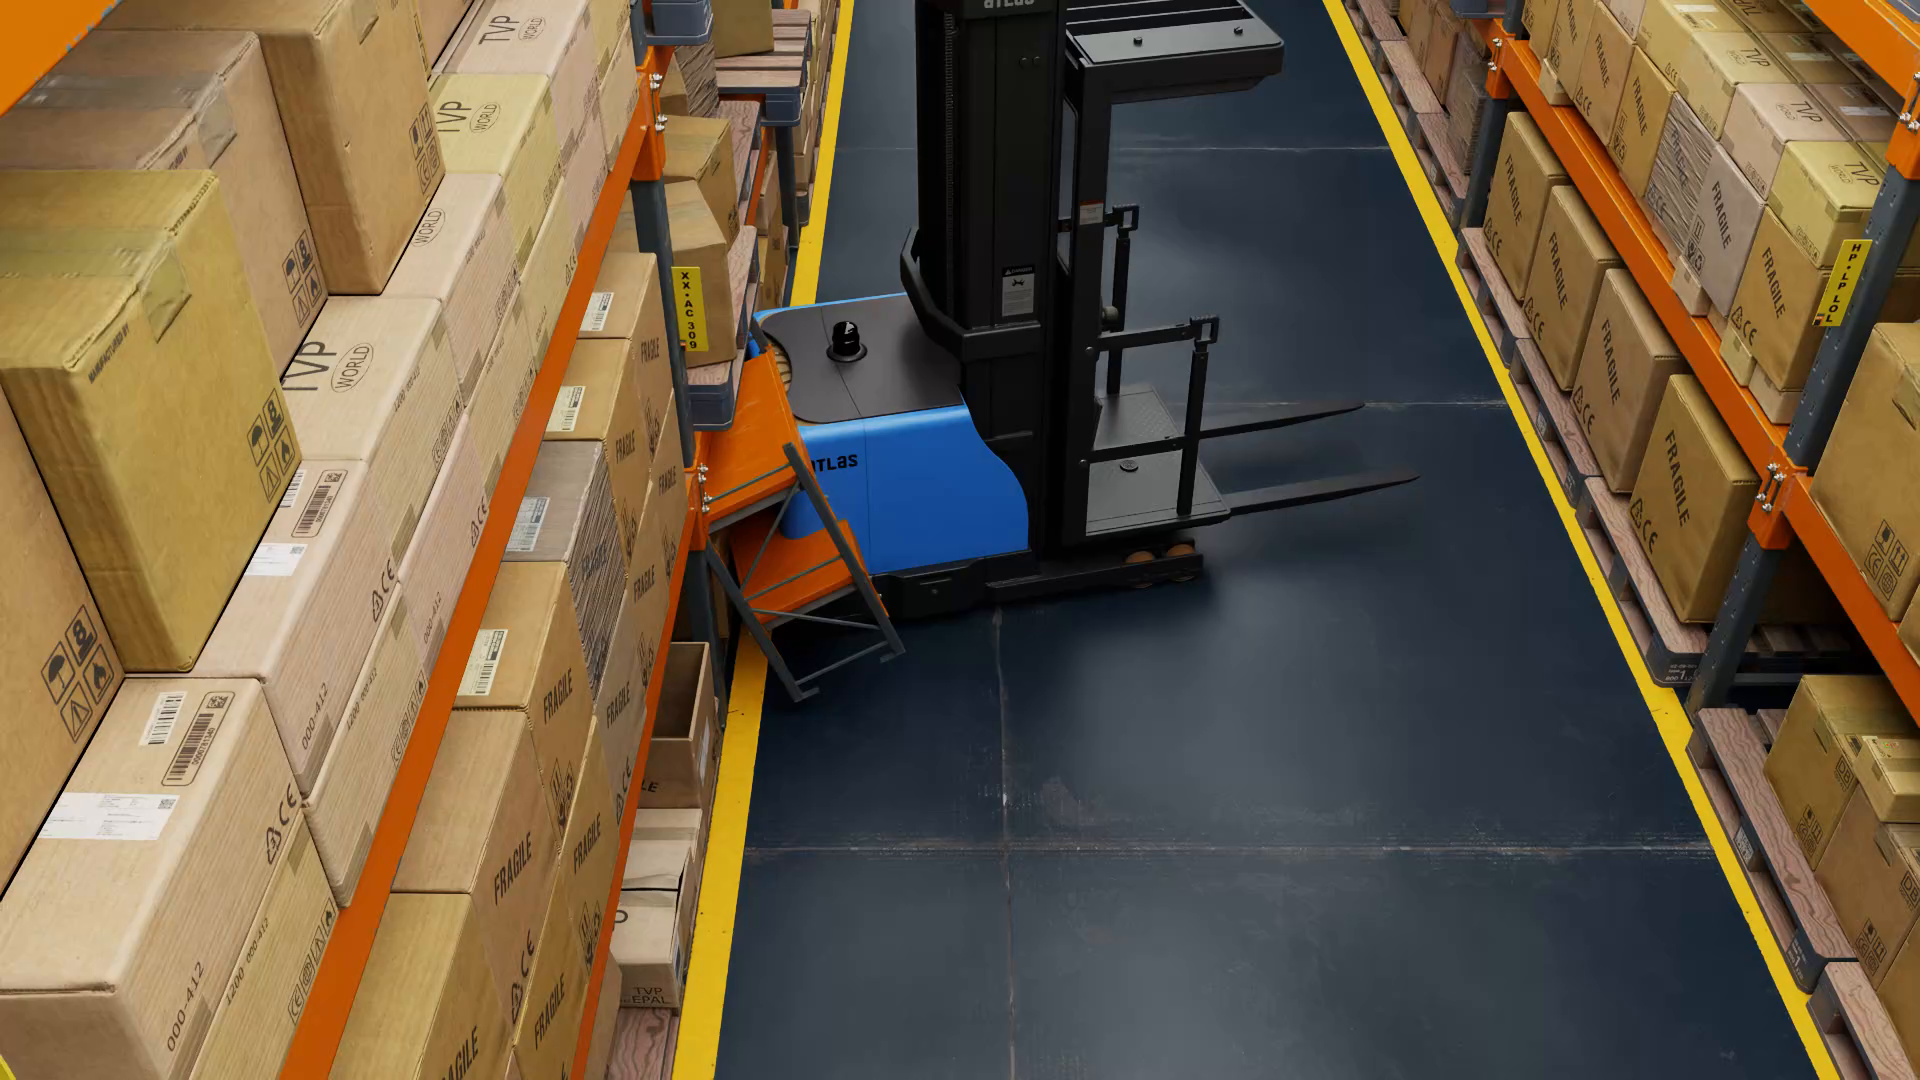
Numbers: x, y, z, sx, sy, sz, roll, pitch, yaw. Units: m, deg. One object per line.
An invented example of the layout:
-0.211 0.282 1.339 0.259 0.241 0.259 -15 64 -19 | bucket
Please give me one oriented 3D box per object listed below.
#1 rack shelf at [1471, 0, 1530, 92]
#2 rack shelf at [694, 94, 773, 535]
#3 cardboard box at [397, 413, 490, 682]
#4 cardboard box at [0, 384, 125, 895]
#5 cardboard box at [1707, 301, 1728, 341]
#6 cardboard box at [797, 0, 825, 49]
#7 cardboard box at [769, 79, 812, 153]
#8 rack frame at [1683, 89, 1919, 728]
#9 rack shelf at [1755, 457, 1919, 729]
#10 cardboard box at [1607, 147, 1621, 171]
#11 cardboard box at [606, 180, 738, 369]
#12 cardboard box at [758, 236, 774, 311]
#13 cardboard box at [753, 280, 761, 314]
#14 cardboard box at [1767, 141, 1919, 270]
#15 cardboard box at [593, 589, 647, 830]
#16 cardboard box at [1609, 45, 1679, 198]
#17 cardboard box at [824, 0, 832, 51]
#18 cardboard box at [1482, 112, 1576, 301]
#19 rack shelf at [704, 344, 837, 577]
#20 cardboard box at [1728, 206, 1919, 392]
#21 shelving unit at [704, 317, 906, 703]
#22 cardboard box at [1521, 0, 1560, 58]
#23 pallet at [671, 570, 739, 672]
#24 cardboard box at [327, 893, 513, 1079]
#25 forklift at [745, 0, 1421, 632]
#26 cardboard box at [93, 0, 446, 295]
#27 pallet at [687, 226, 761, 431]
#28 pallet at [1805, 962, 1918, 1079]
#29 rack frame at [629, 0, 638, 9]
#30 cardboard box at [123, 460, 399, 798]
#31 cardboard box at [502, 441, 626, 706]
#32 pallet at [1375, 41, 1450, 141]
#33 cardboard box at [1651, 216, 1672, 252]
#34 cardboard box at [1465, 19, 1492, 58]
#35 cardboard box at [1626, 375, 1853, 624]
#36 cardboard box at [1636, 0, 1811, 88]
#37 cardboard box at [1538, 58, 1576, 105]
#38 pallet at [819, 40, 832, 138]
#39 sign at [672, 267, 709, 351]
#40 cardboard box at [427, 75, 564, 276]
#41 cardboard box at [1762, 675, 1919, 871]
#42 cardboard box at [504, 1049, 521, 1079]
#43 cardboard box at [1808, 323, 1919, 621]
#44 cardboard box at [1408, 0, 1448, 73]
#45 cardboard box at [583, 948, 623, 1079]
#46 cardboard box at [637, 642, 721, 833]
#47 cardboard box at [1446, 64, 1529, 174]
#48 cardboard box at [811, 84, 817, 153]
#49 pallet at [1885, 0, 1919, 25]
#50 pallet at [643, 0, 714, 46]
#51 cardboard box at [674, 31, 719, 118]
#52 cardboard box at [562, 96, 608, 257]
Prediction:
3.487 -3.914 10.810 1.077 0.370 4.000 0 39 0 | rack shelf
-1.462 -1.406 7.682 1.077 0.370 4.000 0 39 0 | rack shelf
-1.191 0.006 3.065 0.500 0.250 0.500 0 39 0 | cardboard box
-1.472 0.144 1.894 0.700 0.500 0.500 0 39 0 | cardboard box
3.232 -0.883 6.638 0.380 0.149 0.250 1 39 1 | cardboard box
-1.179 -3.544 11.189 0.500 0.311 0.500 0 39 -1 | cardboard box
-1.171 -2.575 9.980 0.500 0.311 0.500 1 39 1 | cardboard box
3.494 -0.442 5.903 1.000 3.000 0.127 0 39 0 | rack frame
3.497 1.089 4.568 1.077 0.370 4.000 0 39 0 | rack shelf
3.288 -1.843 7.836 0.380 0.149 0.250 1 39 1 | cardboard box
-1.236 -0.936 6.103 0.700 0.500 0.500 -13 40 -15 | cardboard box
-1.228 -1.226 8.528 0.500 0.500 0.500 -1 39 -2 | cardboard box
-1.219 -1.167 7.855 0.500 0.250 0.500 -1 39 -1 | cardboard box
3.238 -1.190 5.903 0.500 0.250 0.500 1 39 1 | cardboard box
-1.197 0.481 4.672 0.500 0.500 0.500 1 39 1 | cardboard box
3.233 -1.839 7.313 0.500 0.500 0.500 1 39 1 | cardboard box
-1.178 -3.635 11.750 0.500 0.250 0.500 1 39 1 | cardboard box
3.359 -1.809 8.992 0.750 0.750 0.750 -1 39 -1 | cardboard box
-0.868 -0.343 6.690 0.538 0.278 1.000 -25 37 1 | rack shelf
3.242 -0.894 6.133 0.500 0.500 0.500 -1 39 -1 | cardboard box
-0.766 -0.133 6.867 0.538 1.125 1.048 -25 37 1 | shelving unit
3.234 -2.803 8.515 0.500 0.500 0.500 1 39 1 | cardboard box
-1.498 0.143 7.403 1.003 0.211 1.213 0 39 0 | pallet
-1.200 1.031 3.185 0.500 0.500 0.500 0 39 0 | cardboard box
0.607 -1.240 6.953 3.031 2.935 1.130 -9 40 -11 | forklift
-1.402 -0.794 3.064 0.700 0.500 0.500 0 39 0 | cardboard box
-1.351 -0.861 6.580 1.003 0.211 1.213 0 39 0 | pallet
3.421 1.886 5.228 1.003 0.211 1.213 0 39 0 | pallet
-1.459 -2.778 4.020 1.000 3.000 0.127 0 39 0 | rack frame
-1.189 0.124 2.518 0.500 0.250 0.500 0 39 0 | cardboard box
-1.196 0.086 4.365 0.500 0.500 0.500 0 39 0 | cardboard box
3.492 -3.105 11.456 1.003 0.211 1.213 0 39 0 | pallet
3.253 -1.358 7.231 0.380 0.149 0.250 -1 39 -1 | cardboard box
3.499 -3.239 10.441 0.500 0.250 0.500 1 39 1 | cardboard box
3.364 -0.174 6.951 0.750 0.750 0.750 0 39 0 | cardboard box
3.245 -2.147 7.097 0.500 0.250 0.500 -1 39 -1 | cardboard box
3.166 -2.324 8.436 0.380 0.149 0.250 1 39 1 | cardboard box
-1.424 -3.126 11.481 1.003 0.211 1.213 0 39 0 | pallet
-0.917 -0.780 5.632 0.100 0.325 0.005 0 39 0 | sign
-1.192 -0.814 3.689 0.500 0.250 0.500 0 39 0 | cardboard box
3.393 0.837 5.970 0.700 0.500 0.500 0 39 1 | cardboard box
-1.198 1.426 3.492 0.500 0.500 0.500 0 39 0 | cardboard box
3.479 -0.220 5.386 0.980 0.700 0.700 1 39 1 | cardboard box
3.513 -3.539 11.415 0.700 0.500 0.500 0 39 0 | cardboard box
-1.452 1.541 5.073 0.797 0.503 0.637 0 39 0 | cardboard box
-1.175 0.723 6.096 0.500 0.500 0.500 0 39 0 | cardboard box
3.437 -2.590 10.231 0.700 0.500 0.500 0 39 1 | cardboard box
-1.172 -2.671 10.547 0.500 0.250 0.500 -1 39 -1 | cardboard box
3.444 -2.112 5.741 0.805 0.209 1.217 -1 39 -2 | pallet
-1.390 -1.942 5.526 1.213 0.211 1.003 0 39 0 | pallet
-1.540 -2.175 7.650 0.700 0.500 0.500 7 39 8 | cardboard box
-1.203 -0.932 4.236 0.500 0.250 0.500 0 39 0 | cardboard box
